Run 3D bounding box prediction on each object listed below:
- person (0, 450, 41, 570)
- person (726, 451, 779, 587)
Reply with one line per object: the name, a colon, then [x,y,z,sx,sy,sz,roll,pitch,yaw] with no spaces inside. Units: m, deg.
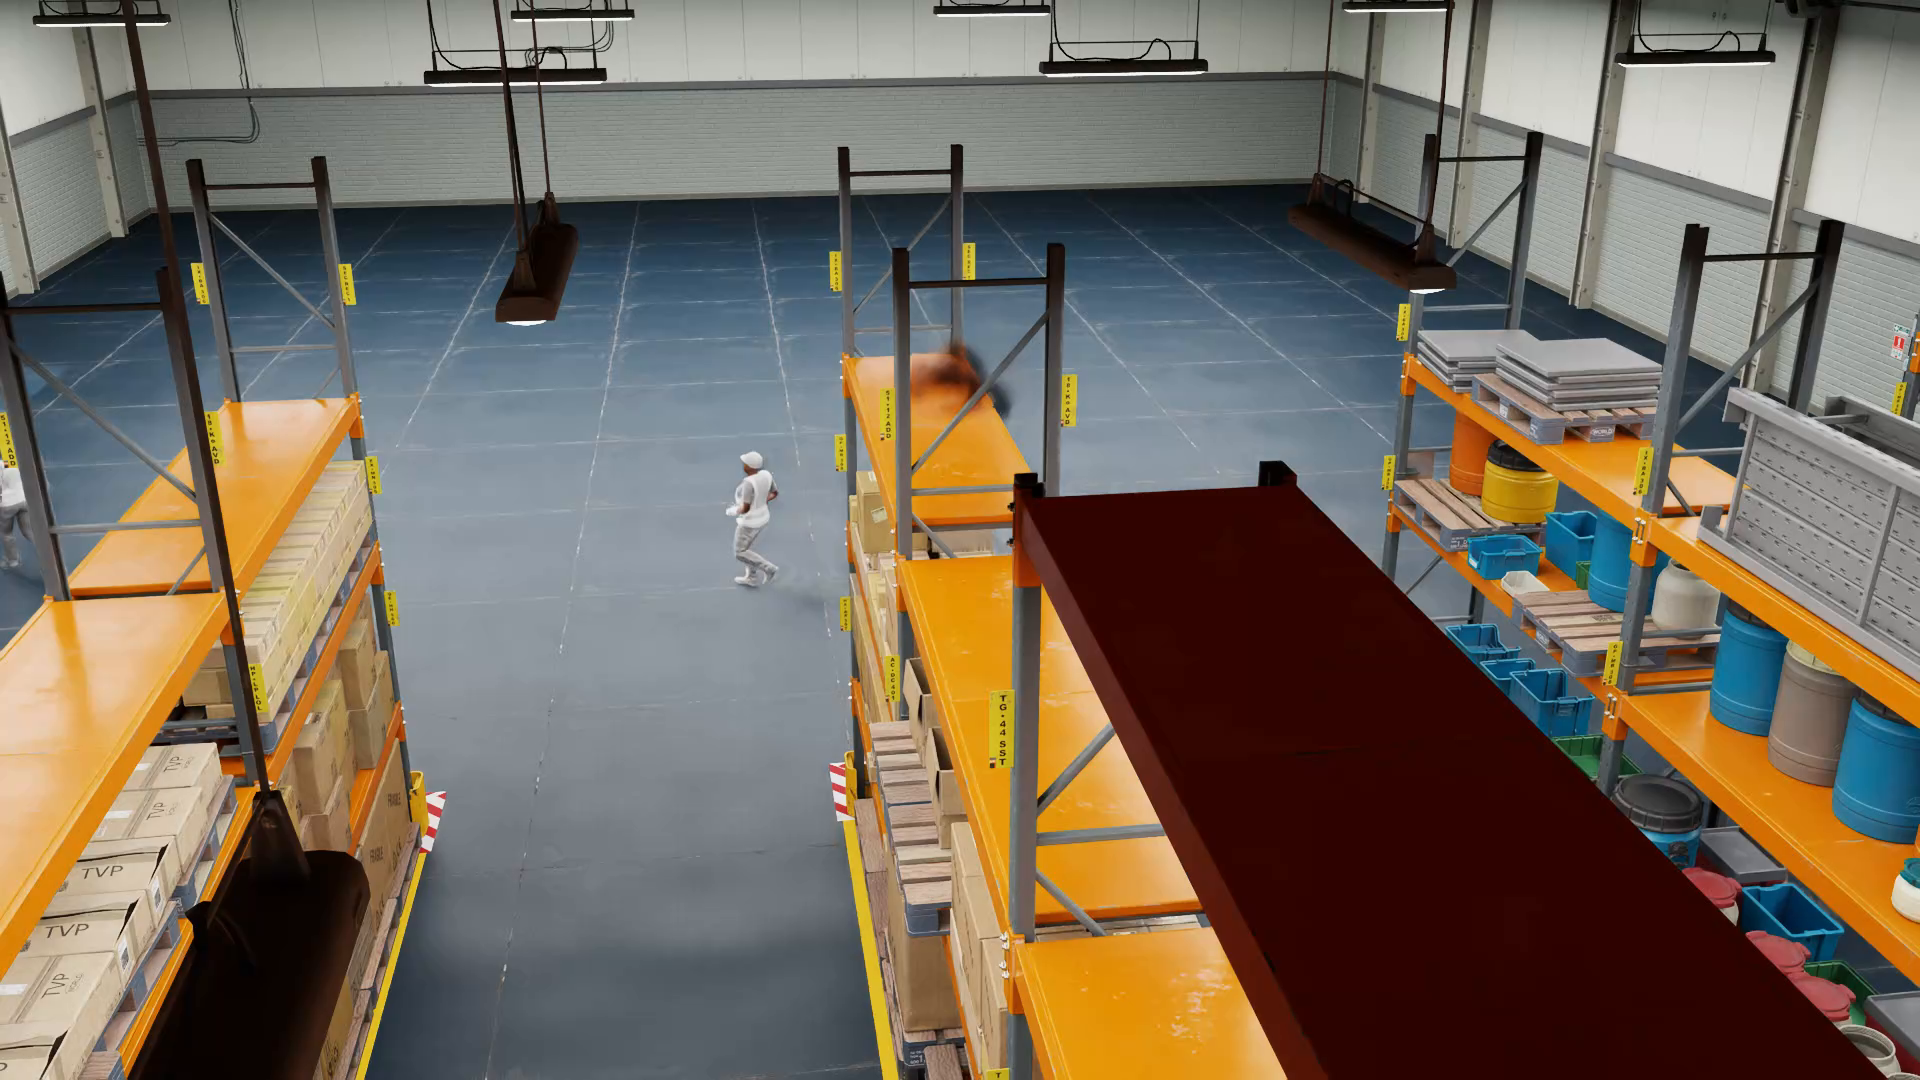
person: [-11.561,-0.452,20.294,0.906,1.766,0.661,13,25,29]
person: [-2.441,-0.235,19.883,0.675,1.735,0.685,10,24,23]
